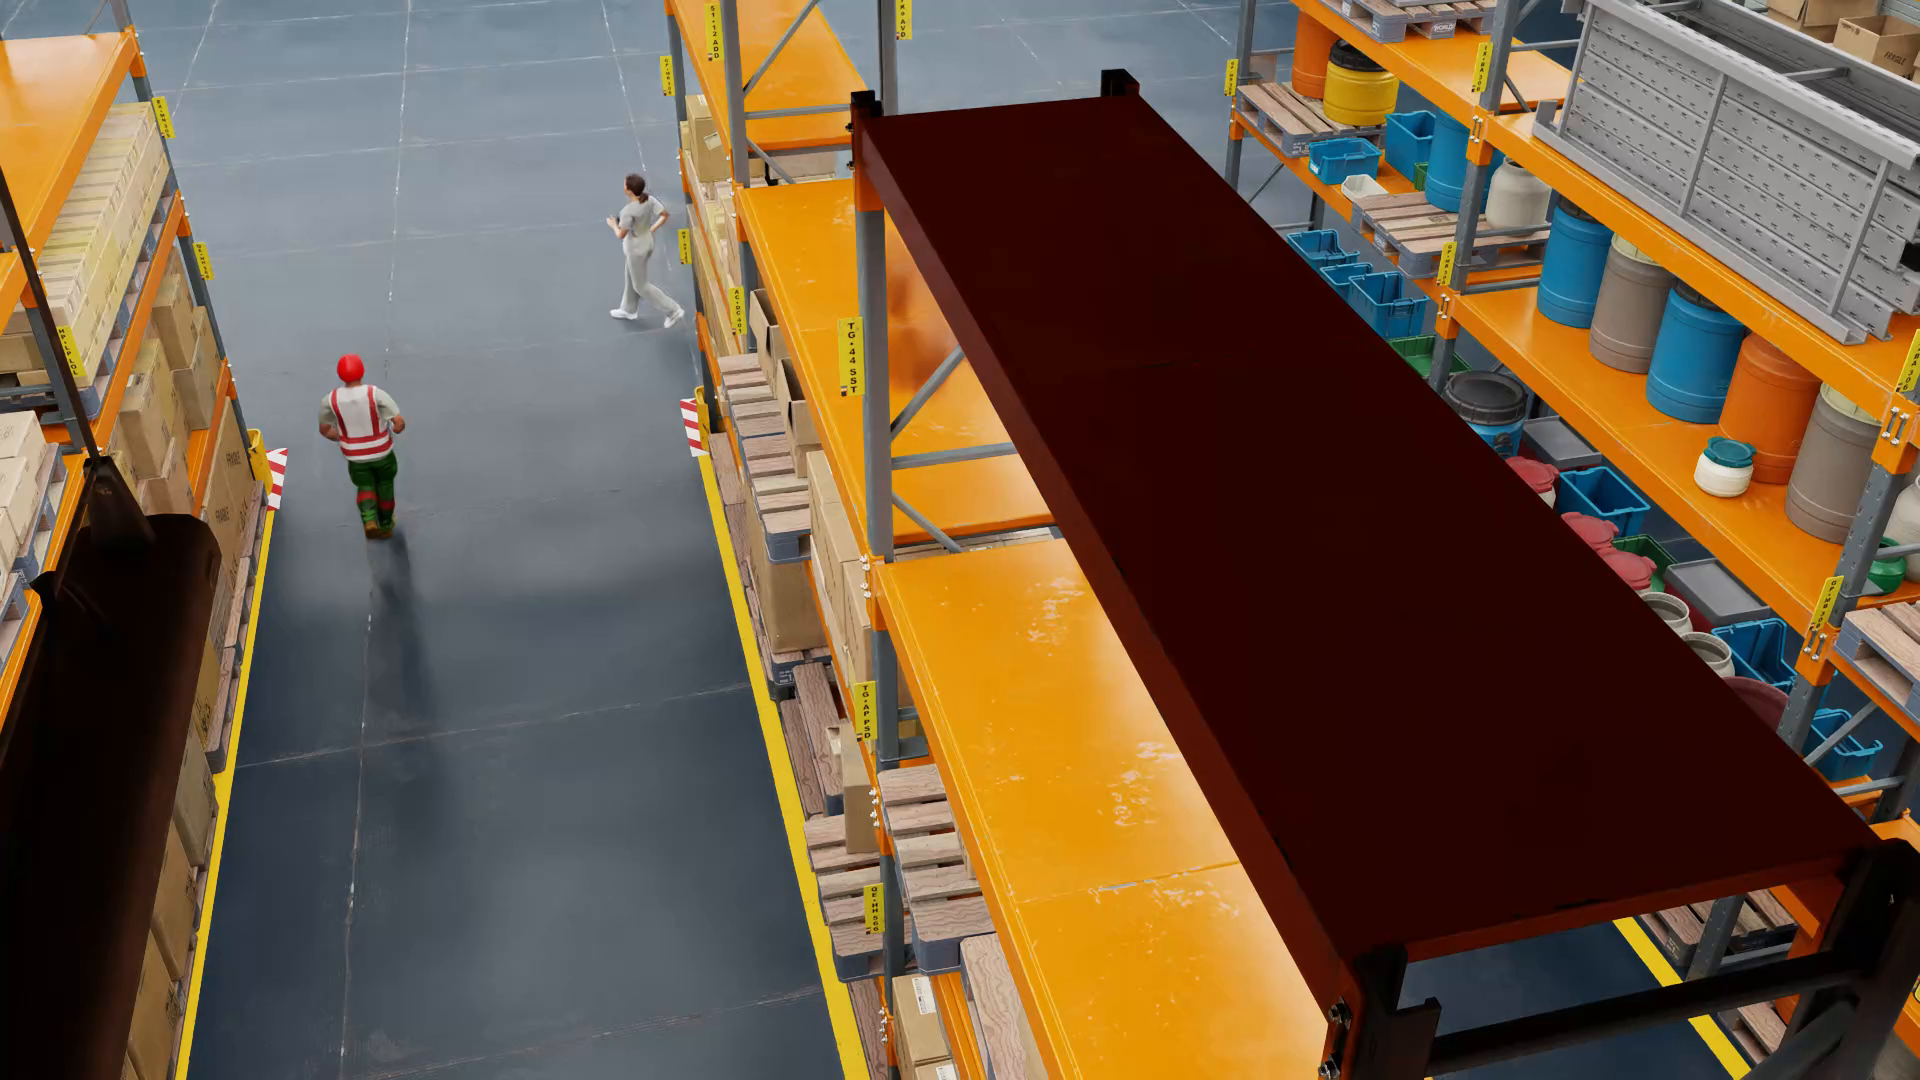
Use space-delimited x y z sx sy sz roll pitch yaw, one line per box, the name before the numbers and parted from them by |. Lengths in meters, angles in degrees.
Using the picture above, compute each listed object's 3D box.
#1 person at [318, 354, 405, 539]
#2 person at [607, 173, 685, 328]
person | -4.820 -0.706 13.580 0.663 1.758 0.714 -7 35 -10
person | -3.237 -2.935 16.868 0.964 1.647 0.569 13 37 18
